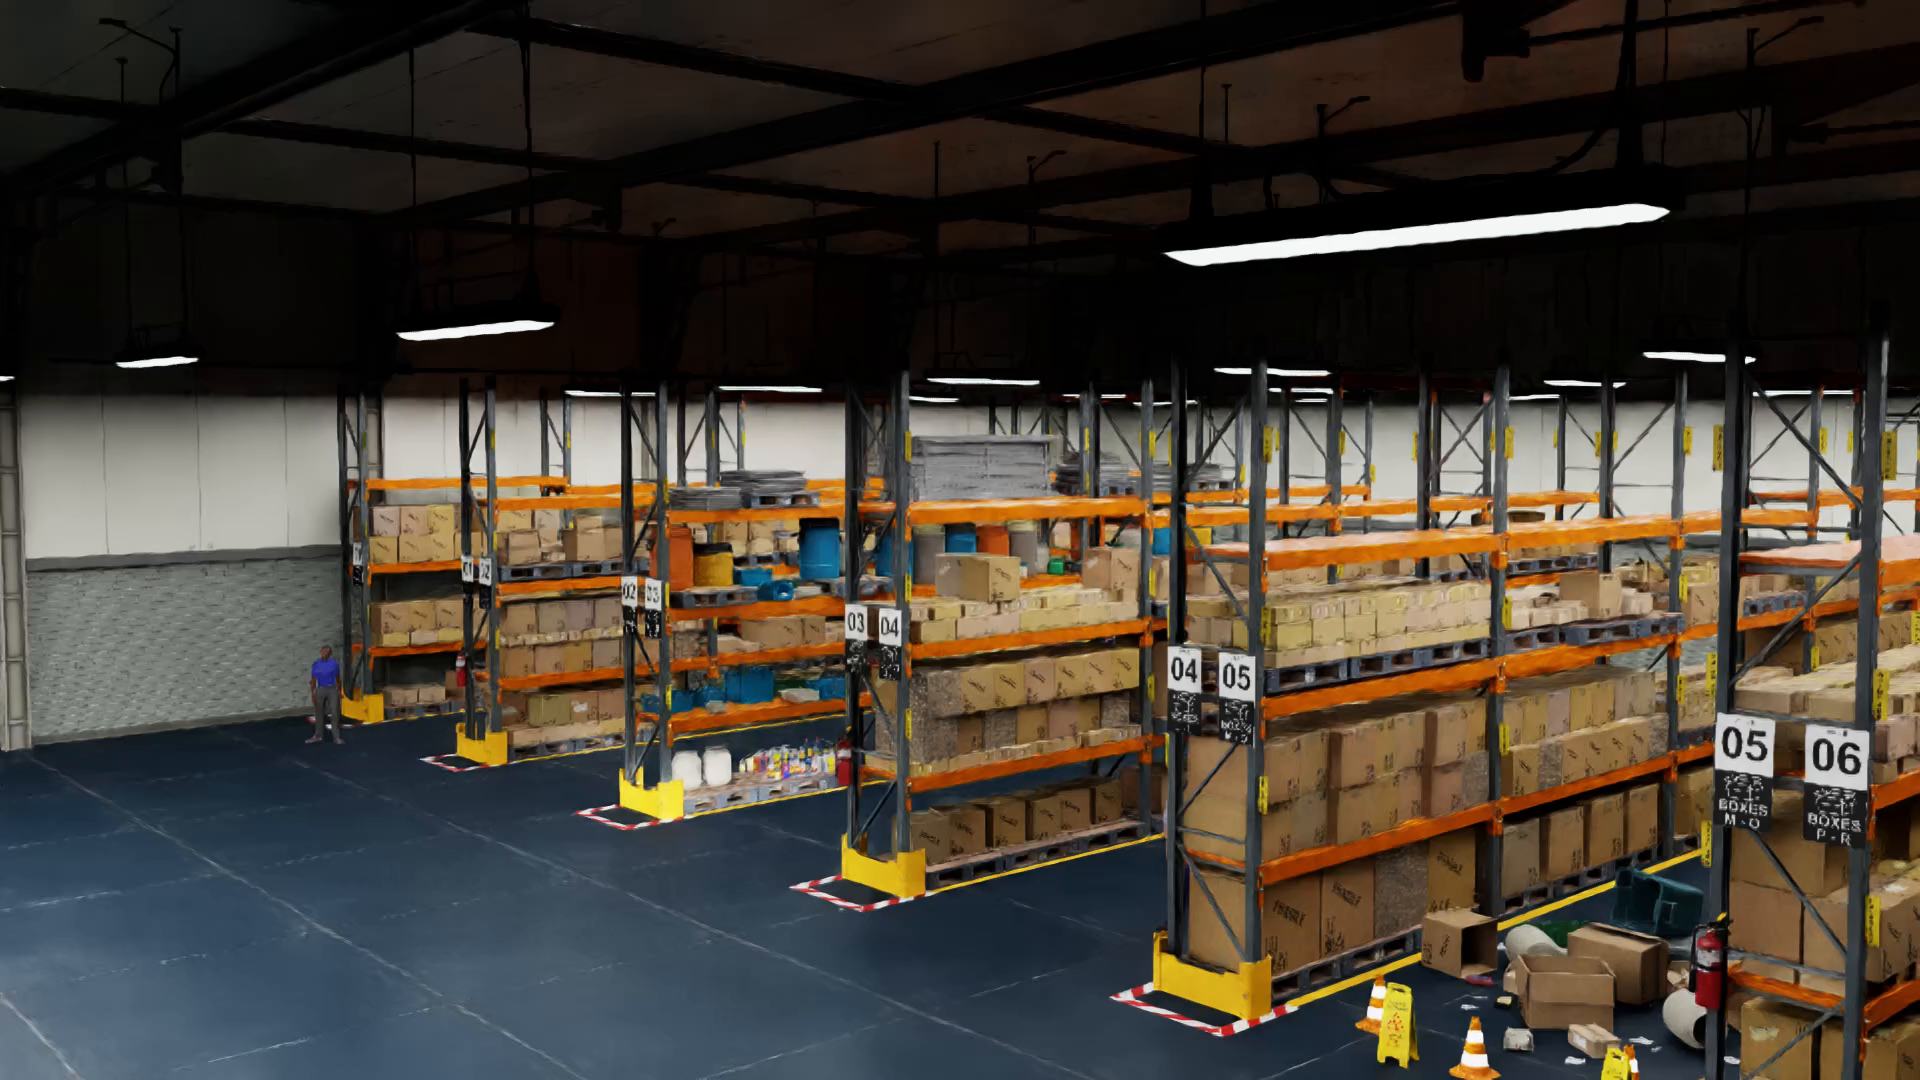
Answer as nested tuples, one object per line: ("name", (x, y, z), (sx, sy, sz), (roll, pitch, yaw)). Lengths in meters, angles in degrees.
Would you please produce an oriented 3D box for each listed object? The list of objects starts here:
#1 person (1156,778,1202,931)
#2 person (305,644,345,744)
("person", (2.318, 3.228, 17.348), (1.090, 1.567, 0.479), (-3, 5, -40))
("person", (-10.497, 2.536, 27.450), (0.650, 1.658, 0.426), (-1, 4, -15))
